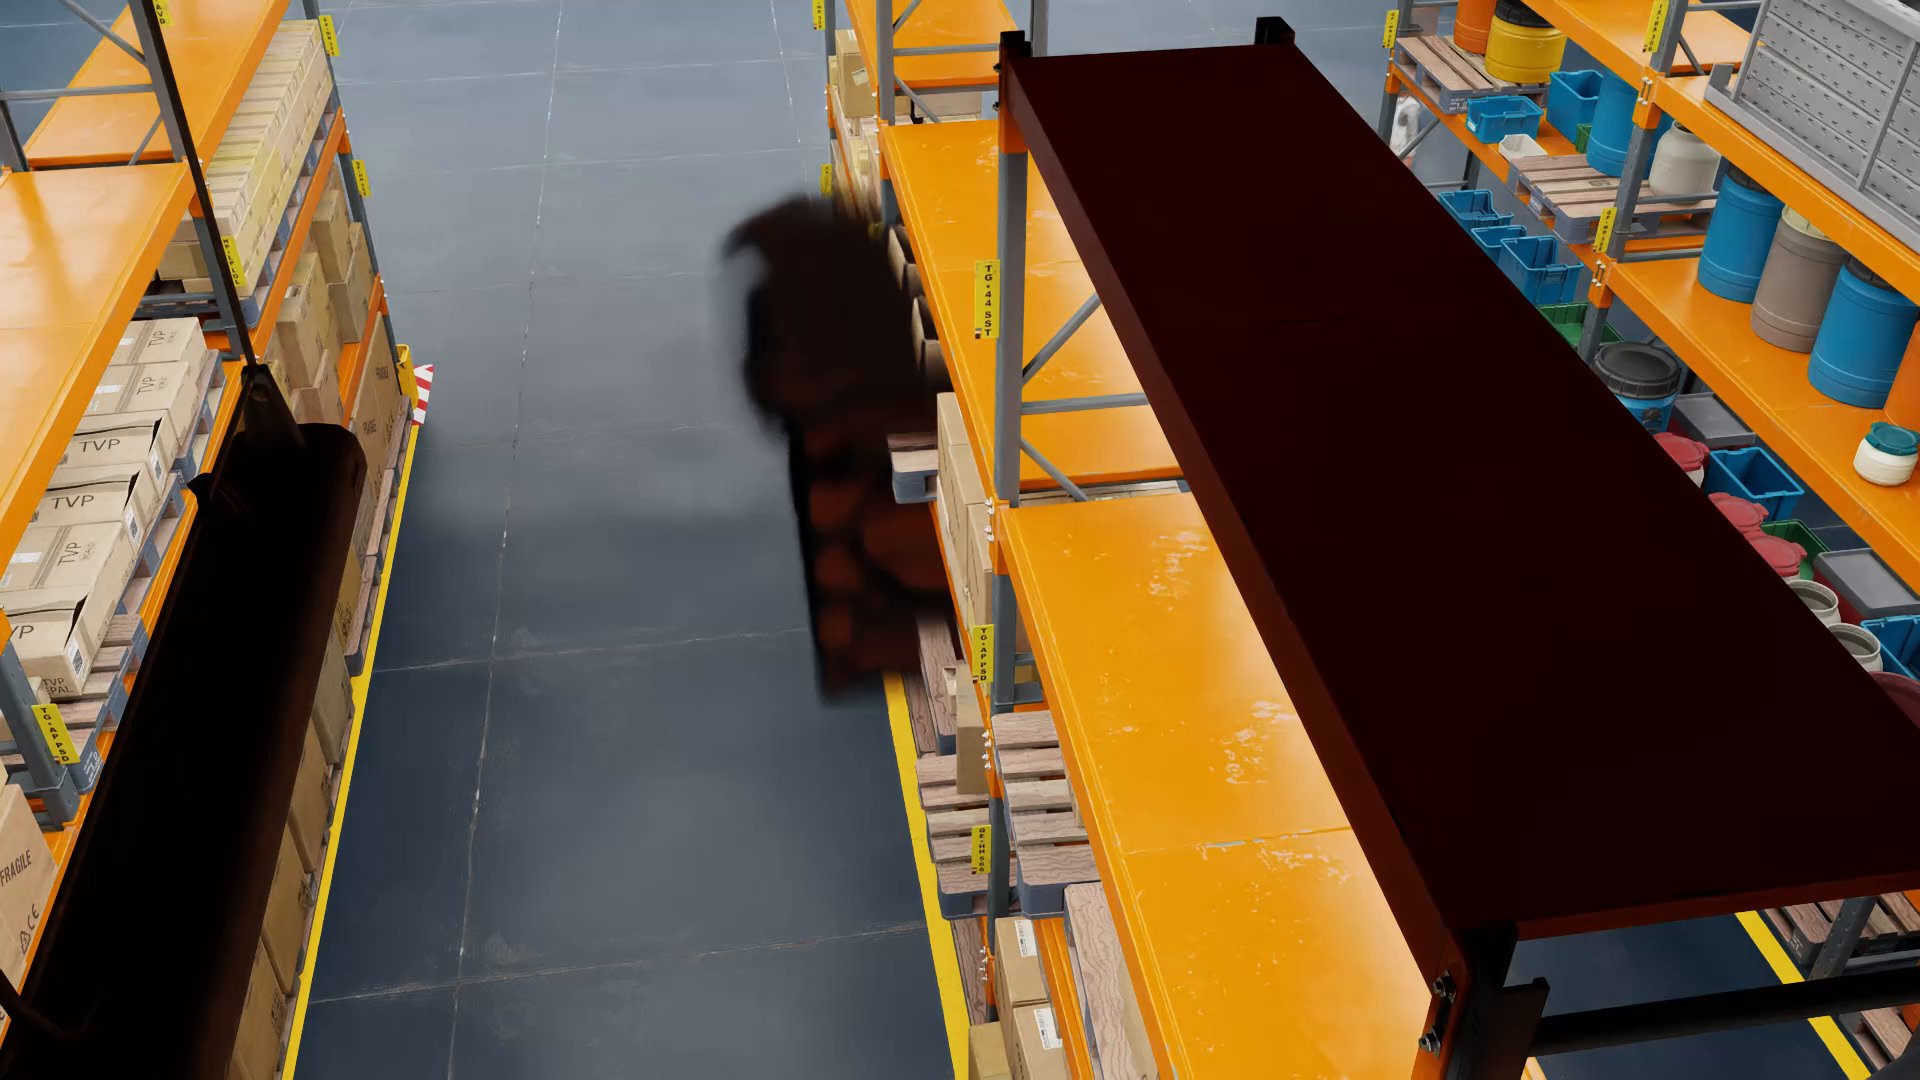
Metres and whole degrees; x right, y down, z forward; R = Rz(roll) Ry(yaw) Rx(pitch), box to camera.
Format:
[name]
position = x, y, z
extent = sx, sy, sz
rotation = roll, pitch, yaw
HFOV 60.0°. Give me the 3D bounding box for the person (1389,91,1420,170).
[person]
position = 4.586, -4.145, 17.622
extent = 0.390, 1.775, 0.632
rotation = -2, 36, -3
